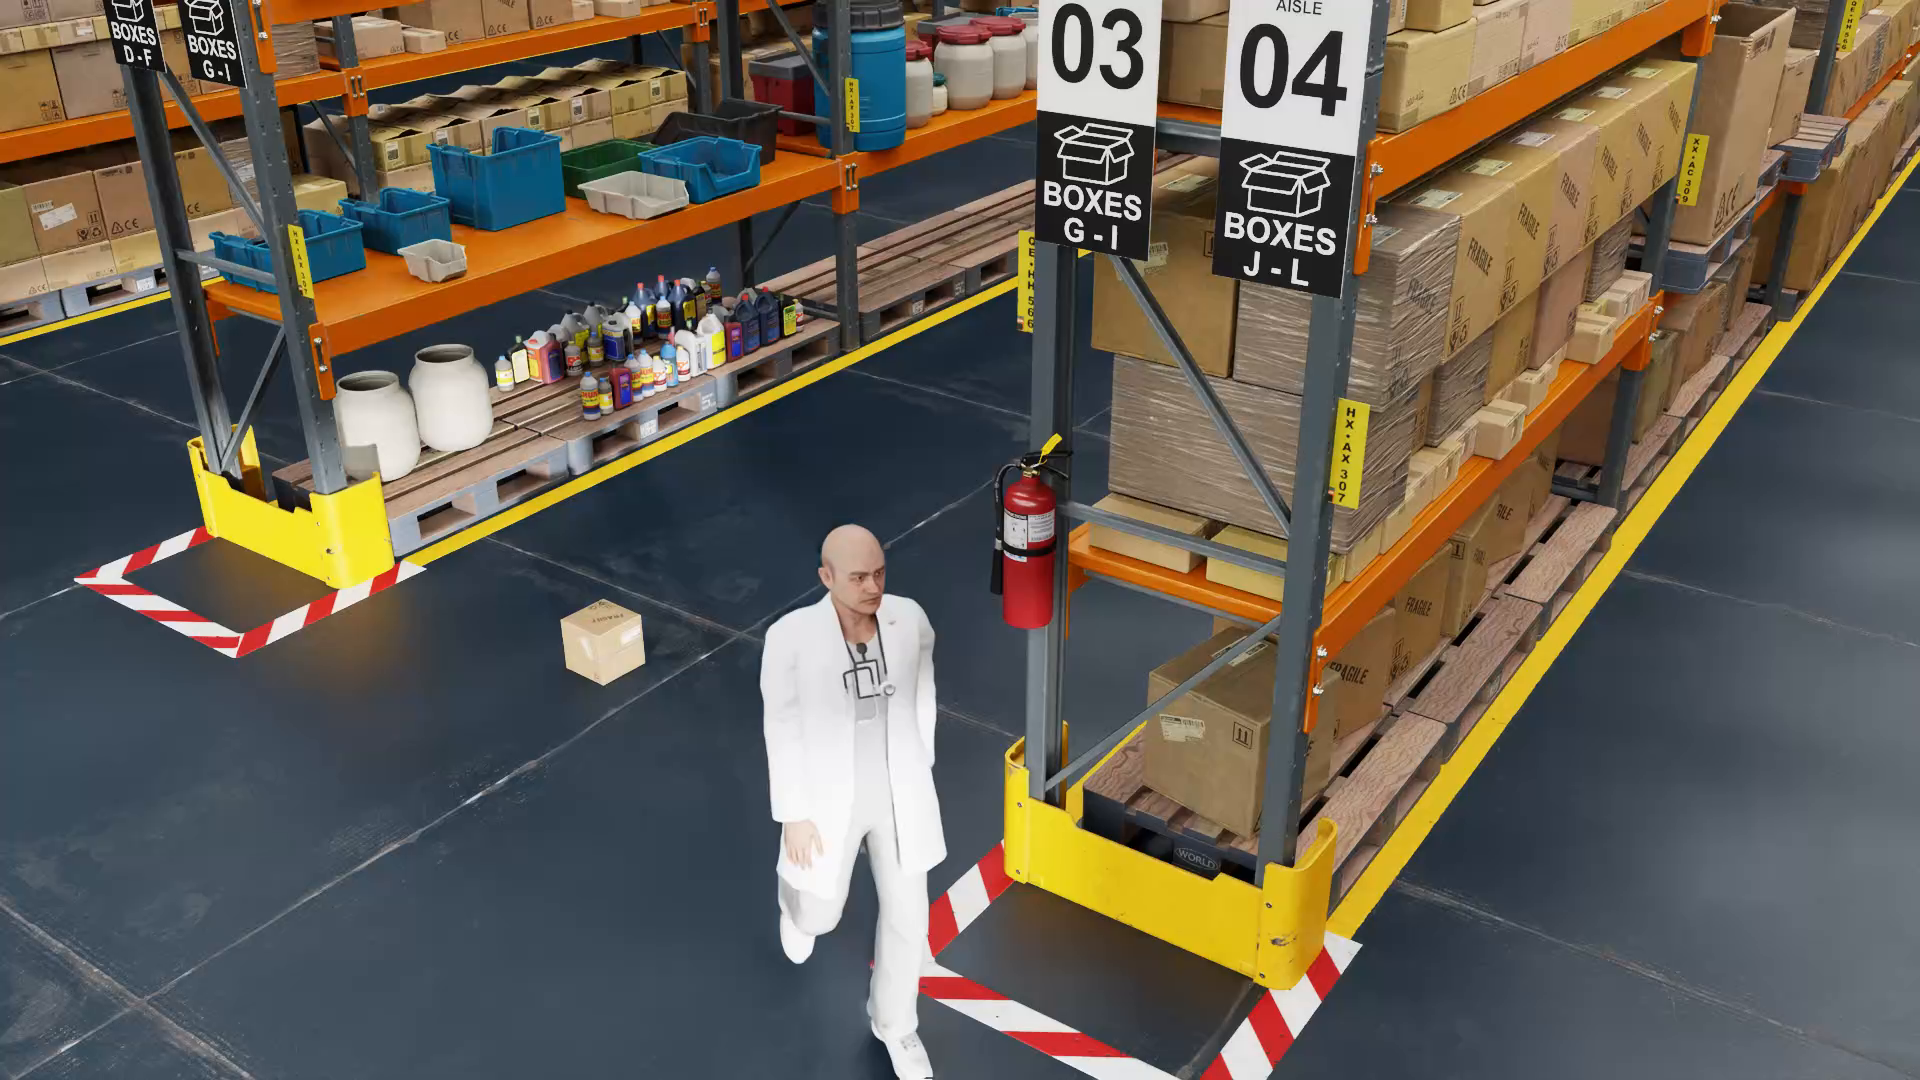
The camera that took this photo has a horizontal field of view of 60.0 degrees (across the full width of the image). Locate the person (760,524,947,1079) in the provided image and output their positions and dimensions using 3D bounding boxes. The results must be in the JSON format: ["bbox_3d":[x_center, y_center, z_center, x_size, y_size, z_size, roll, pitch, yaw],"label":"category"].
[{"bbox_3d":[-0.317,0.756,5.101,0.566,1.743,0.889,-9,28,-17],"label":"person"}]
